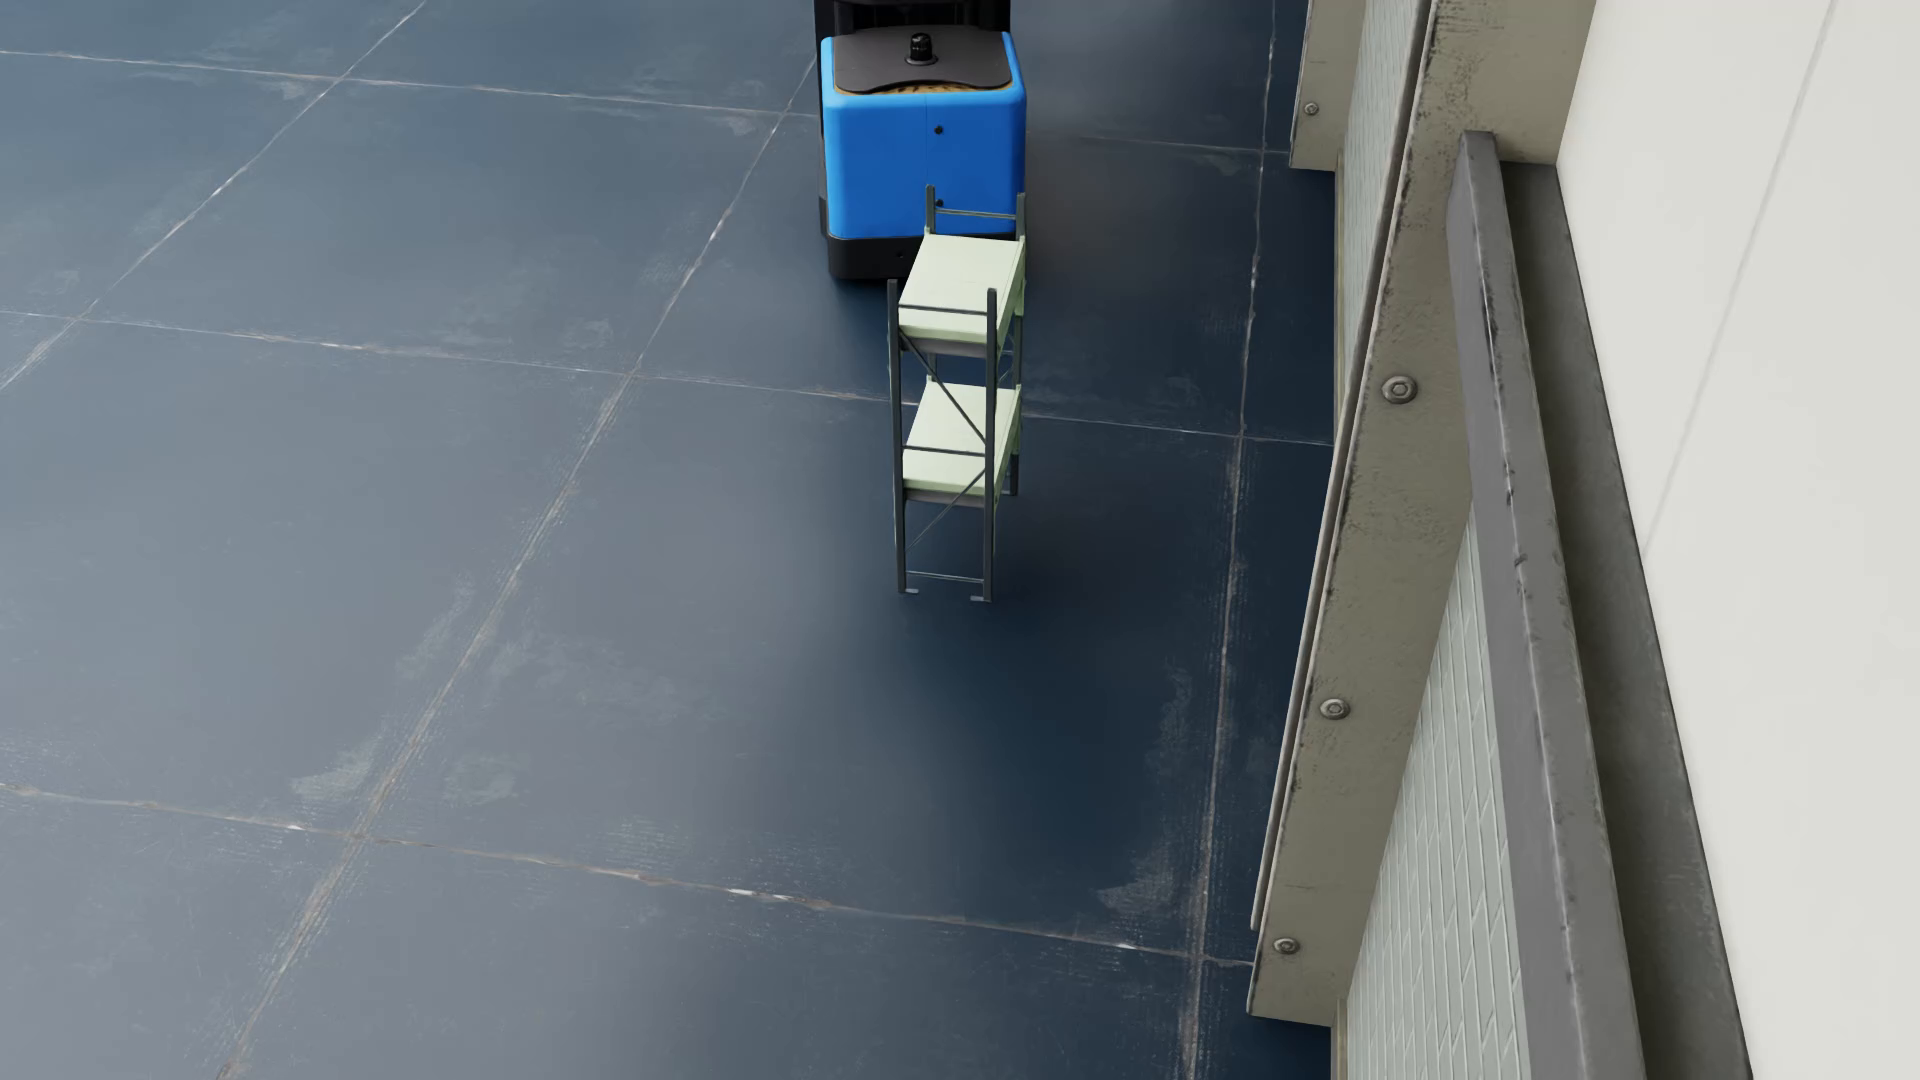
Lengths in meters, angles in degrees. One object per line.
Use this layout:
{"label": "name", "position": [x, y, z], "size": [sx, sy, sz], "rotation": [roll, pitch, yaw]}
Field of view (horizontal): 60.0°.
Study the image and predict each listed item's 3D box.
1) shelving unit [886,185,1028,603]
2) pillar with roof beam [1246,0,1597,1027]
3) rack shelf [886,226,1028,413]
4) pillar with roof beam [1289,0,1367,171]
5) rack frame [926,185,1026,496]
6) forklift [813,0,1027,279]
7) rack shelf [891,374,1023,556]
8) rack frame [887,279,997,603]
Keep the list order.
{"label": "shelving unit", "position": [-0.001, -0.574, 6.767], "size": [0.431, 1.500, 0.755], "rotation": [6, 40, 8]}
{"label": "pillar with roof beam", "position": [-3.125, -2.513, 3.227], "size": [9.100, 9.000, 0.400], "rotation": [6, 40, 8]}
{"label": "rack shelf", "position": [-0.001, -0.875, 6.518], "size": [0.431, 0.370, 0.720], "rotation": [6, 40, 8]}
{"label": "pillar with roof beam", "position": [-2.087, -6.279, 7.782], "size": [9.100, 9.000, 0.400], "rotation": [6, 40, 8]}
{"label": "rack frame", "position": [0.062, -0.804, 7.045], "size": [0.400, 1.500, 0.023], "rotation": [6, 40, 8]}
{"label": "forklift", "position": [-0.284, -3.436, 9.106], "size": [1.130, 2.935, 3.031], "rotation": [-3, 40, -3]}
{"label": "rack shelf", "position": [-0.001, -0.323, 6.975], "size": [0.431, 0.370, 0.720], "rotation": [6, 40, 8]}
{"label": "rack frame", "position": [-0.064, -0.344, 6.489], "size": [0.400, 1.500, 0.023], "rotation": [6, 40, 8]}
